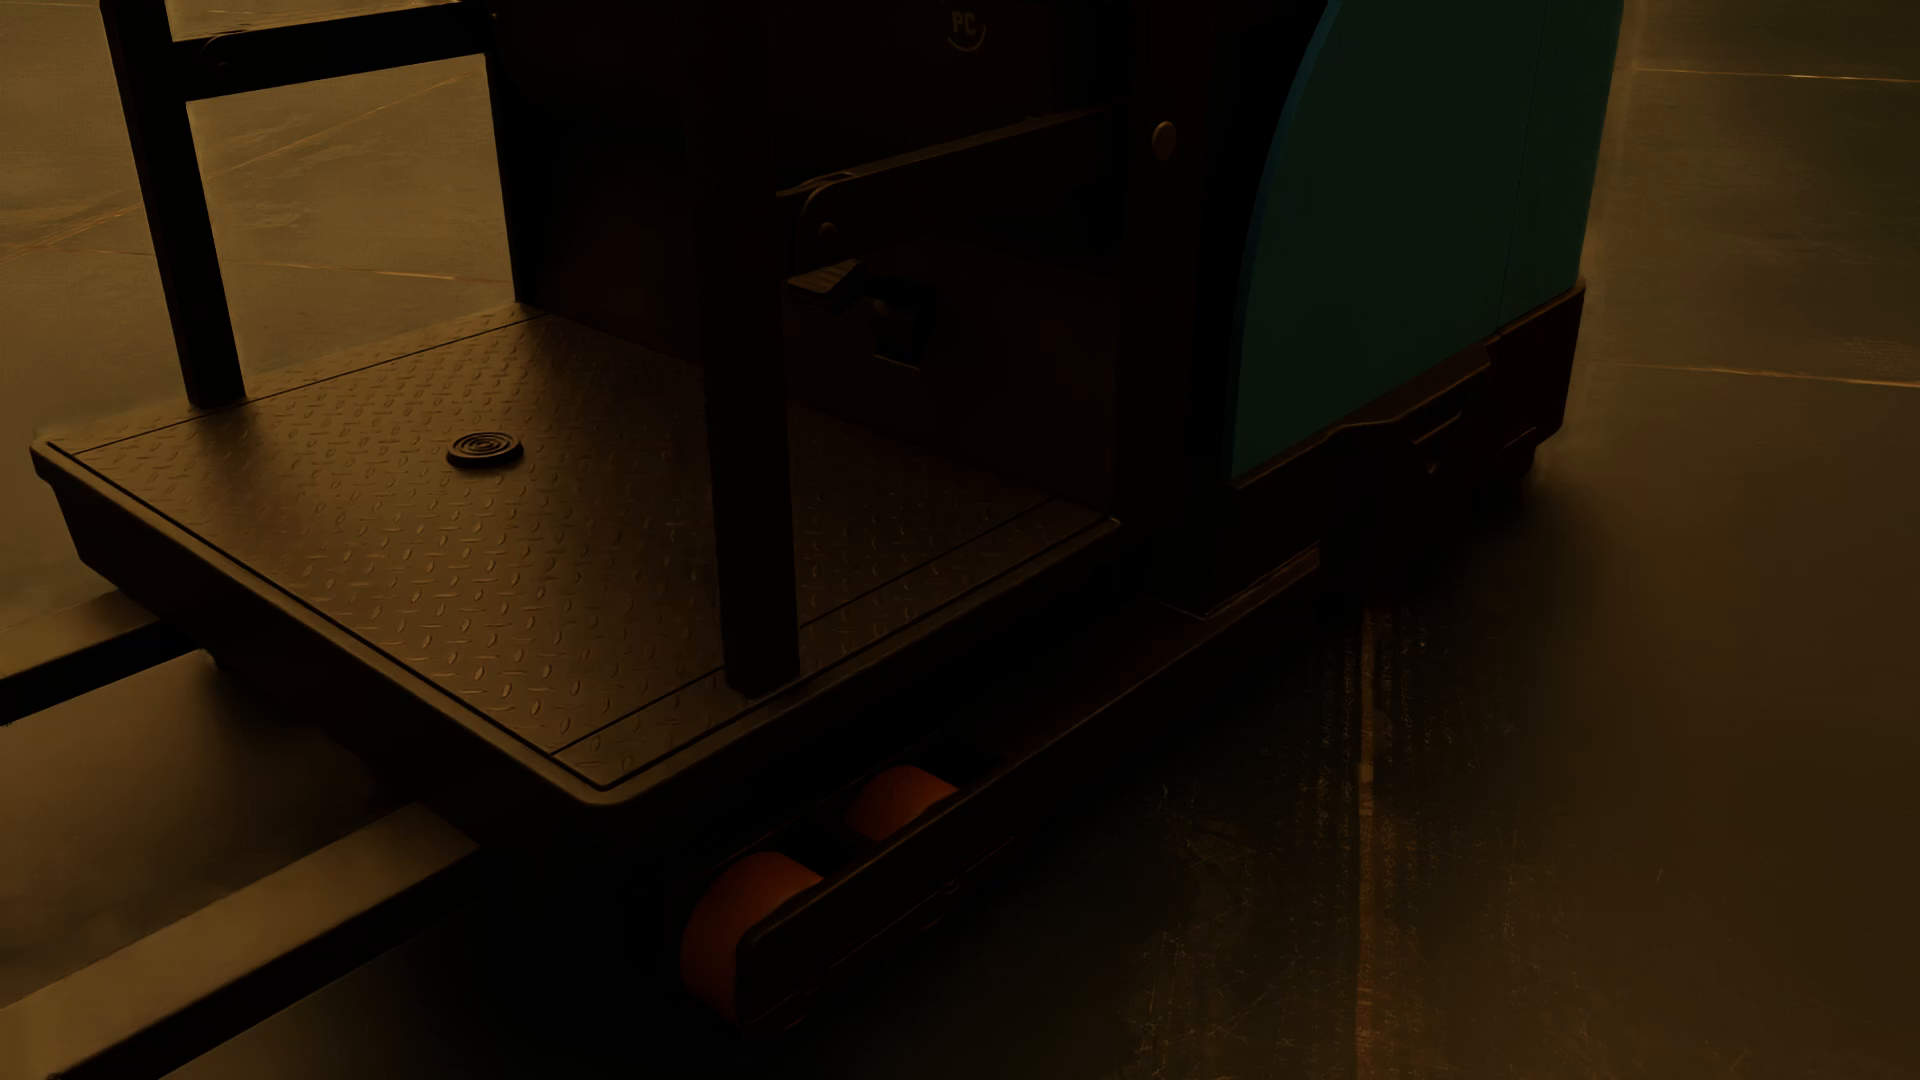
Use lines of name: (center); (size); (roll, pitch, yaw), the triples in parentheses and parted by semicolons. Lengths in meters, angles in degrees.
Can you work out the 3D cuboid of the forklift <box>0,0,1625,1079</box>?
forklift: (-0.367, -1.100, 1.427); (1.130, 2.935, 3.031); (22, 34, 36)
